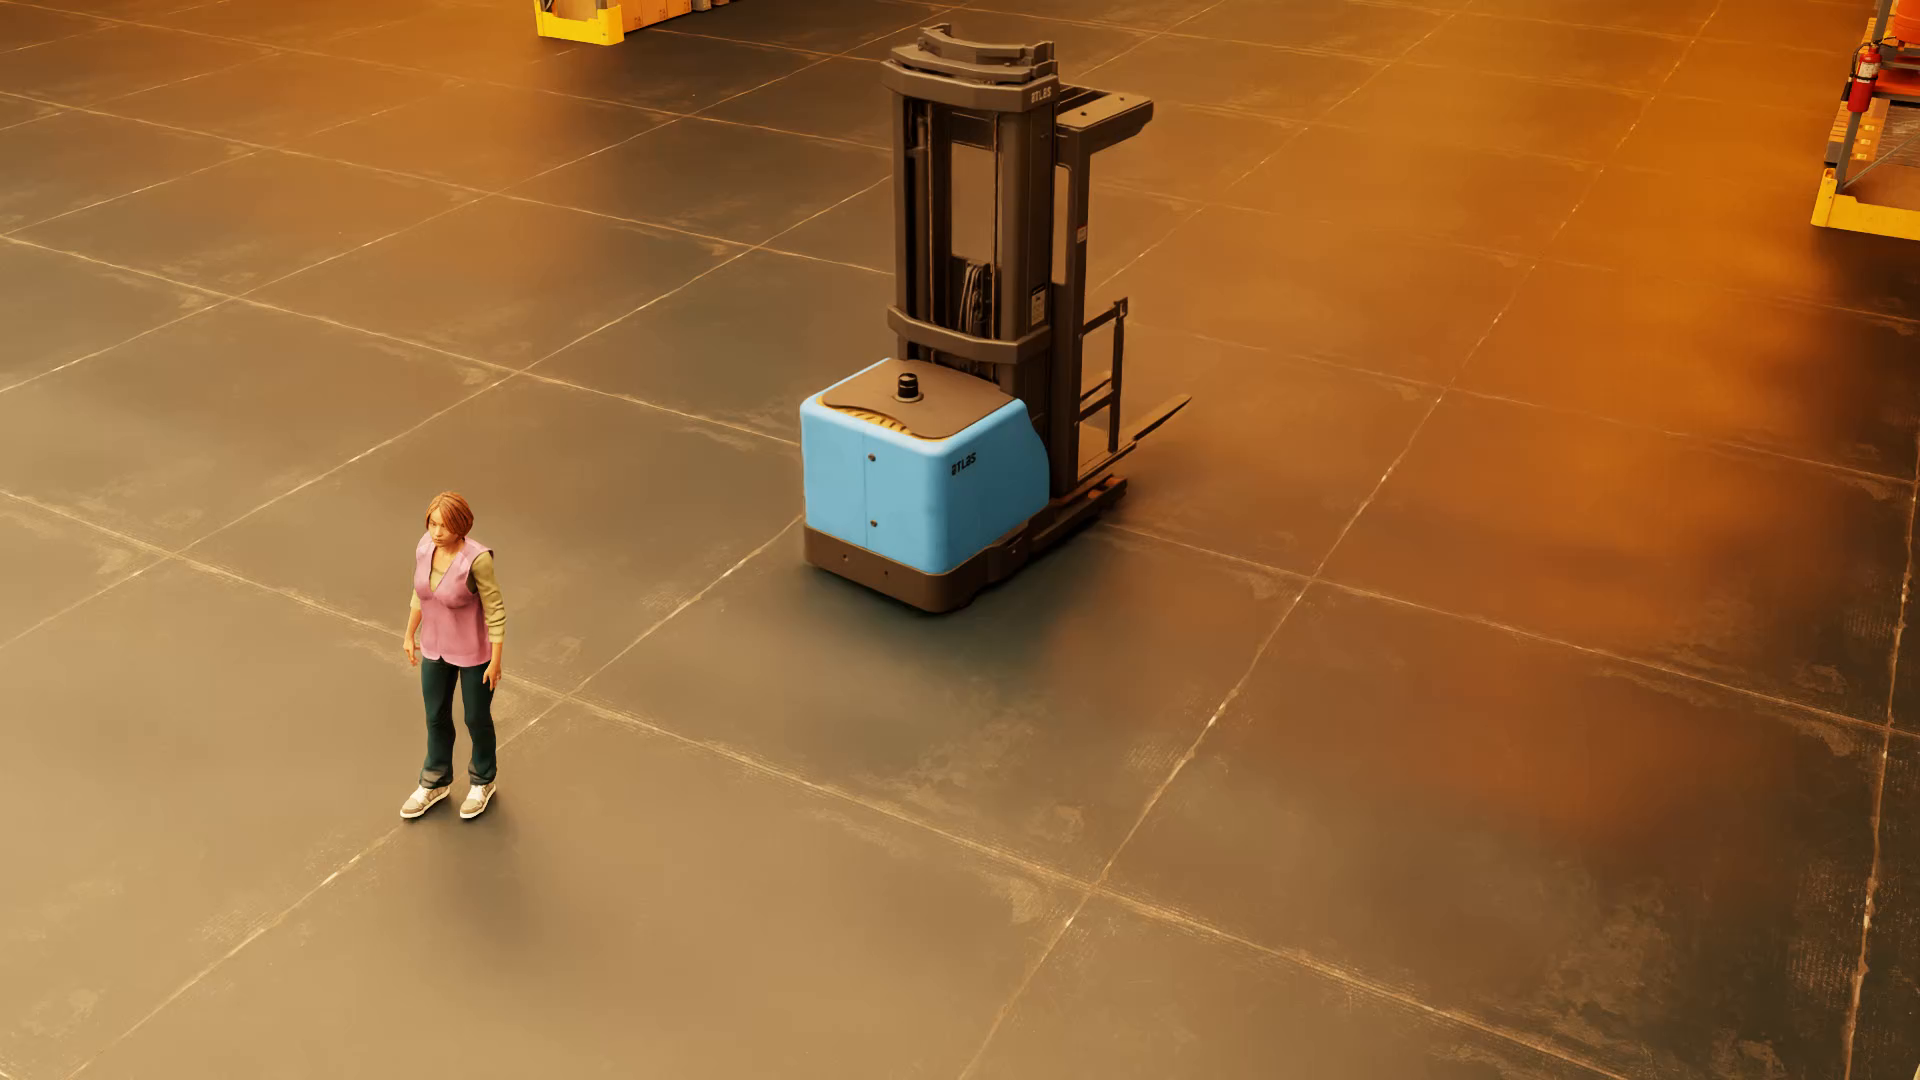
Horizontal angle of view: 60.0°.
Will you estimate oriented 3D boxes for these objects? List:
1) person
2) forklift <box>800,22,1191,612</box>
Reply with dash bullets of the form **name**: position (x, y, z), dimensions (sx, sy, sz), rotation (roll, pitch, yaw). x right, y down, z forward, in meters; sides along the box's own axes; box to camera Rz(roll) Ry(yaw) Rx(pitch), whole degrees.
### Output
- **person**: position (-2.295, 0.544, 7.448), dimensions (0.520, 1.599, 0.473), rotation (11, 32, 18)
- **forklift**: position (0.387, -1.547, 9.751), dimensions (1.130, 2.935, 3.031), rotation (21, 36, 31)
